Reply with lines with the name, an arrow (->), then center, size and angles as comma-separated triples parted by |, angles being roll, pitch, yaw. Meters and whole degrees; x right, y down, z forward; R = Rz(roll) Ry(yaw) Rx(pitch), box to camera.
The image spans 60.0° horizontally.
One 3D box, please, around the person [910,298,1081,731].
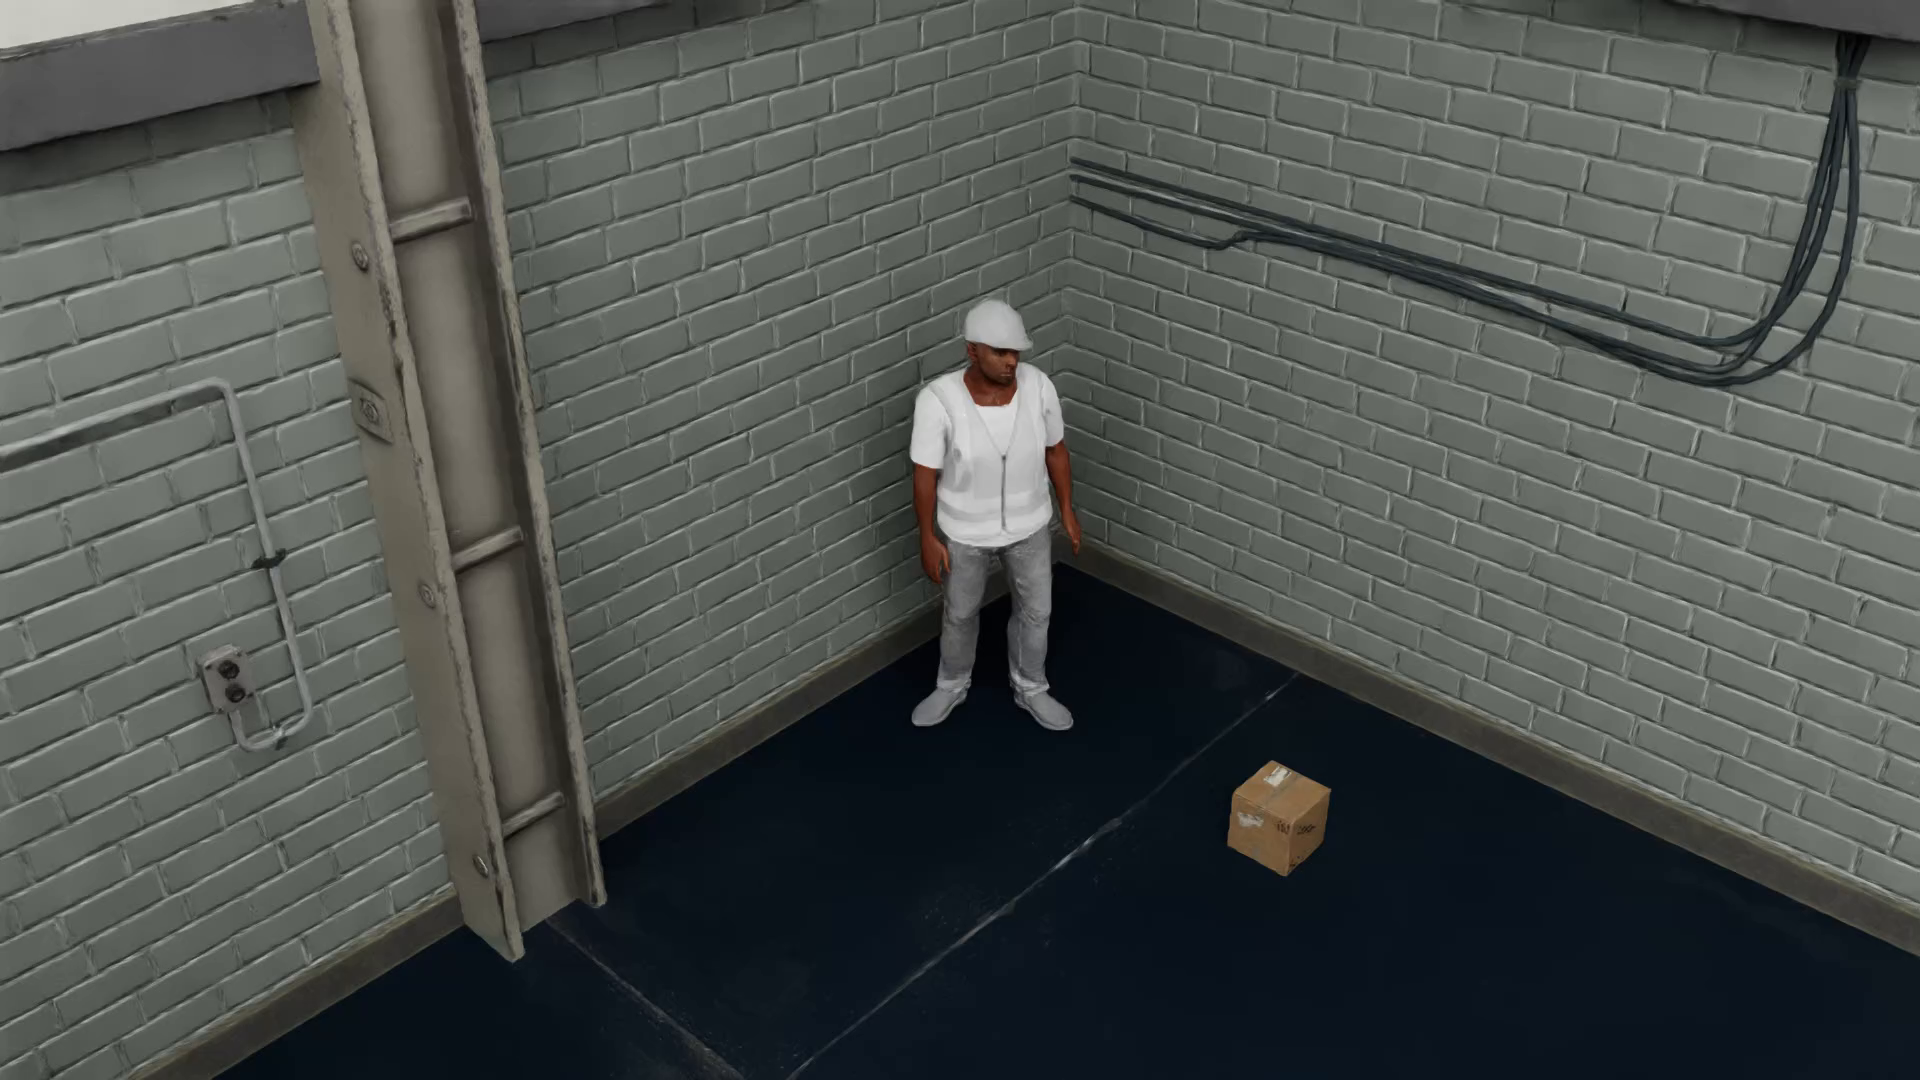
person -> 0.130, -0.062, 6.173 | 0.663, 1.767, 0.377 | -7, 32, -11
